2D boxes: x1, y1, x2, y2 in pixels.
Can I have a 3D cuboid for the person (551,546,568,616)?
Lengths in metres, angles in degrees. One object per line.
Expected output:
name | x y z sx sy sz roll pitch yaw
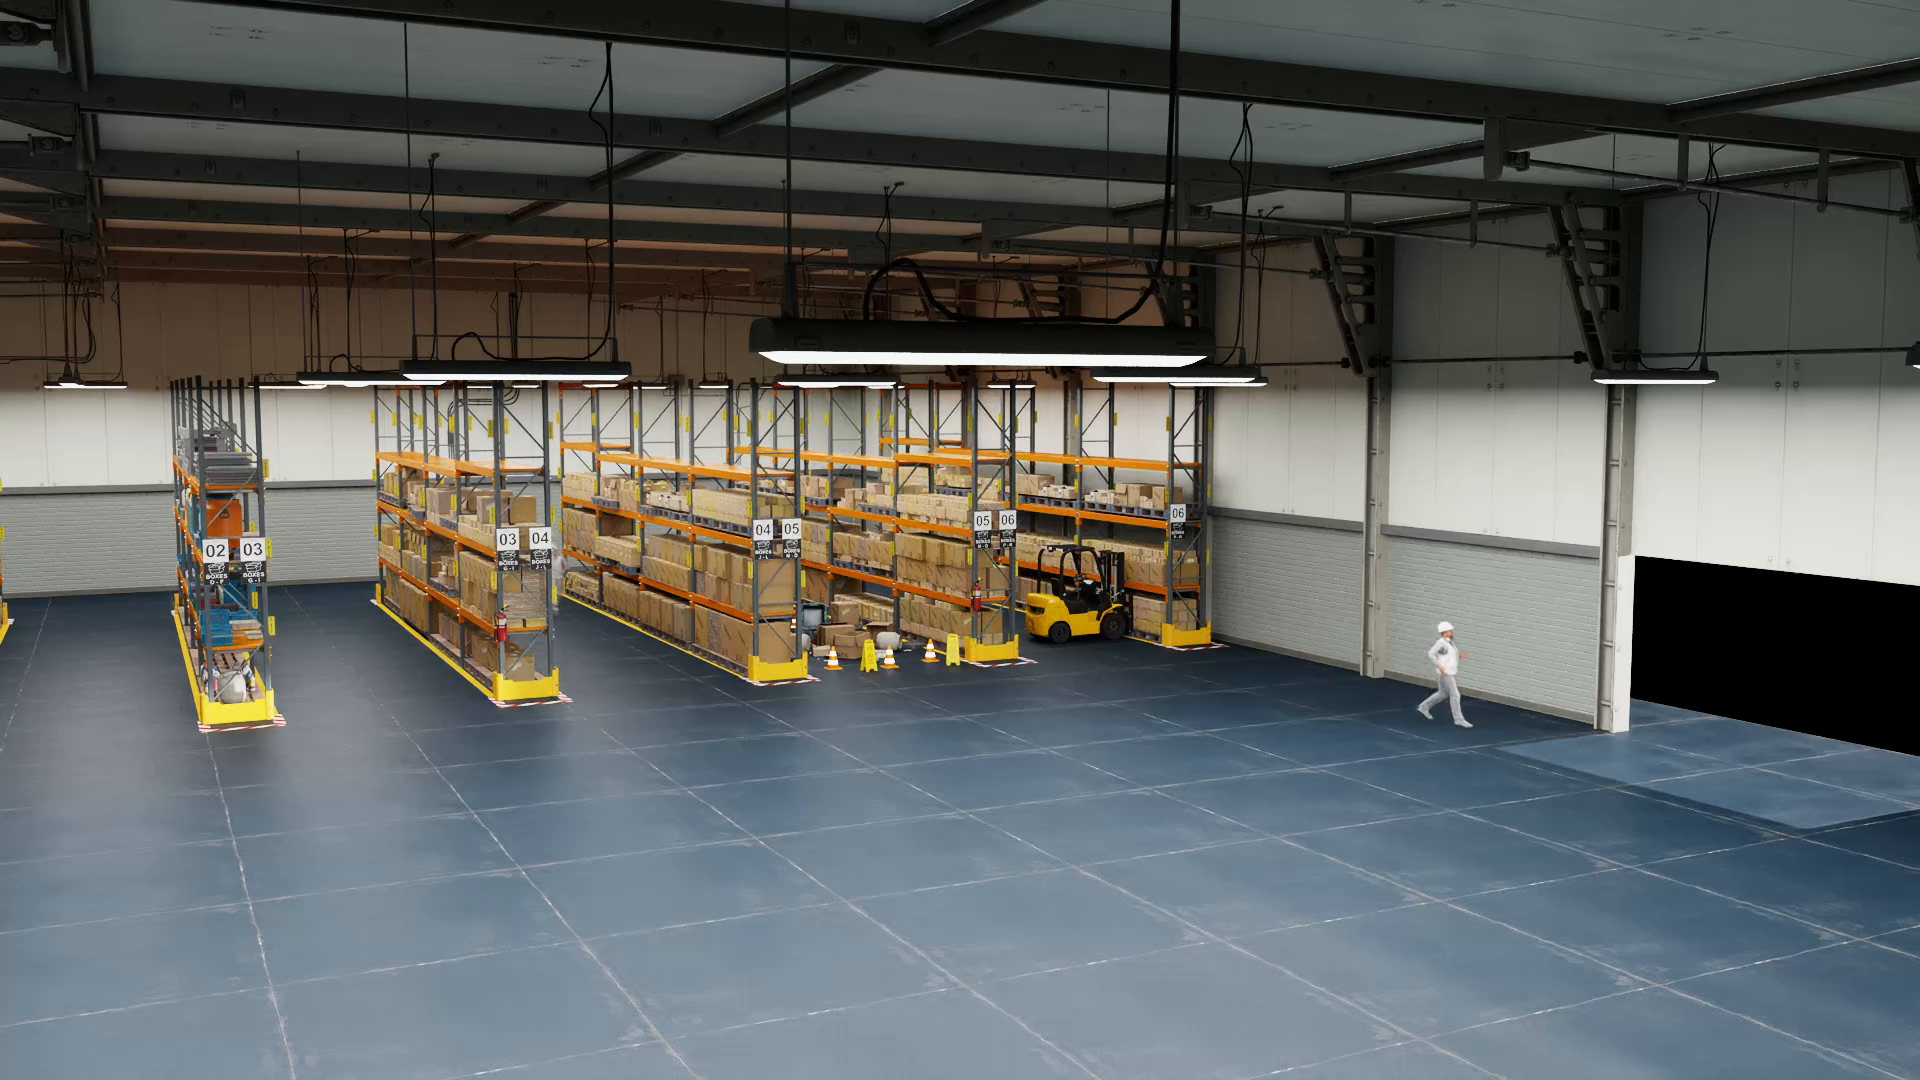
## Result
person | -10.420 1.028 42.864 0.643 1.788 0.881 -2 5 -19

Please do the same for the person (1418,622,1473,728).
person | 8.327 2.282 28.480 0.960 1.767 0.652 3 6 28
